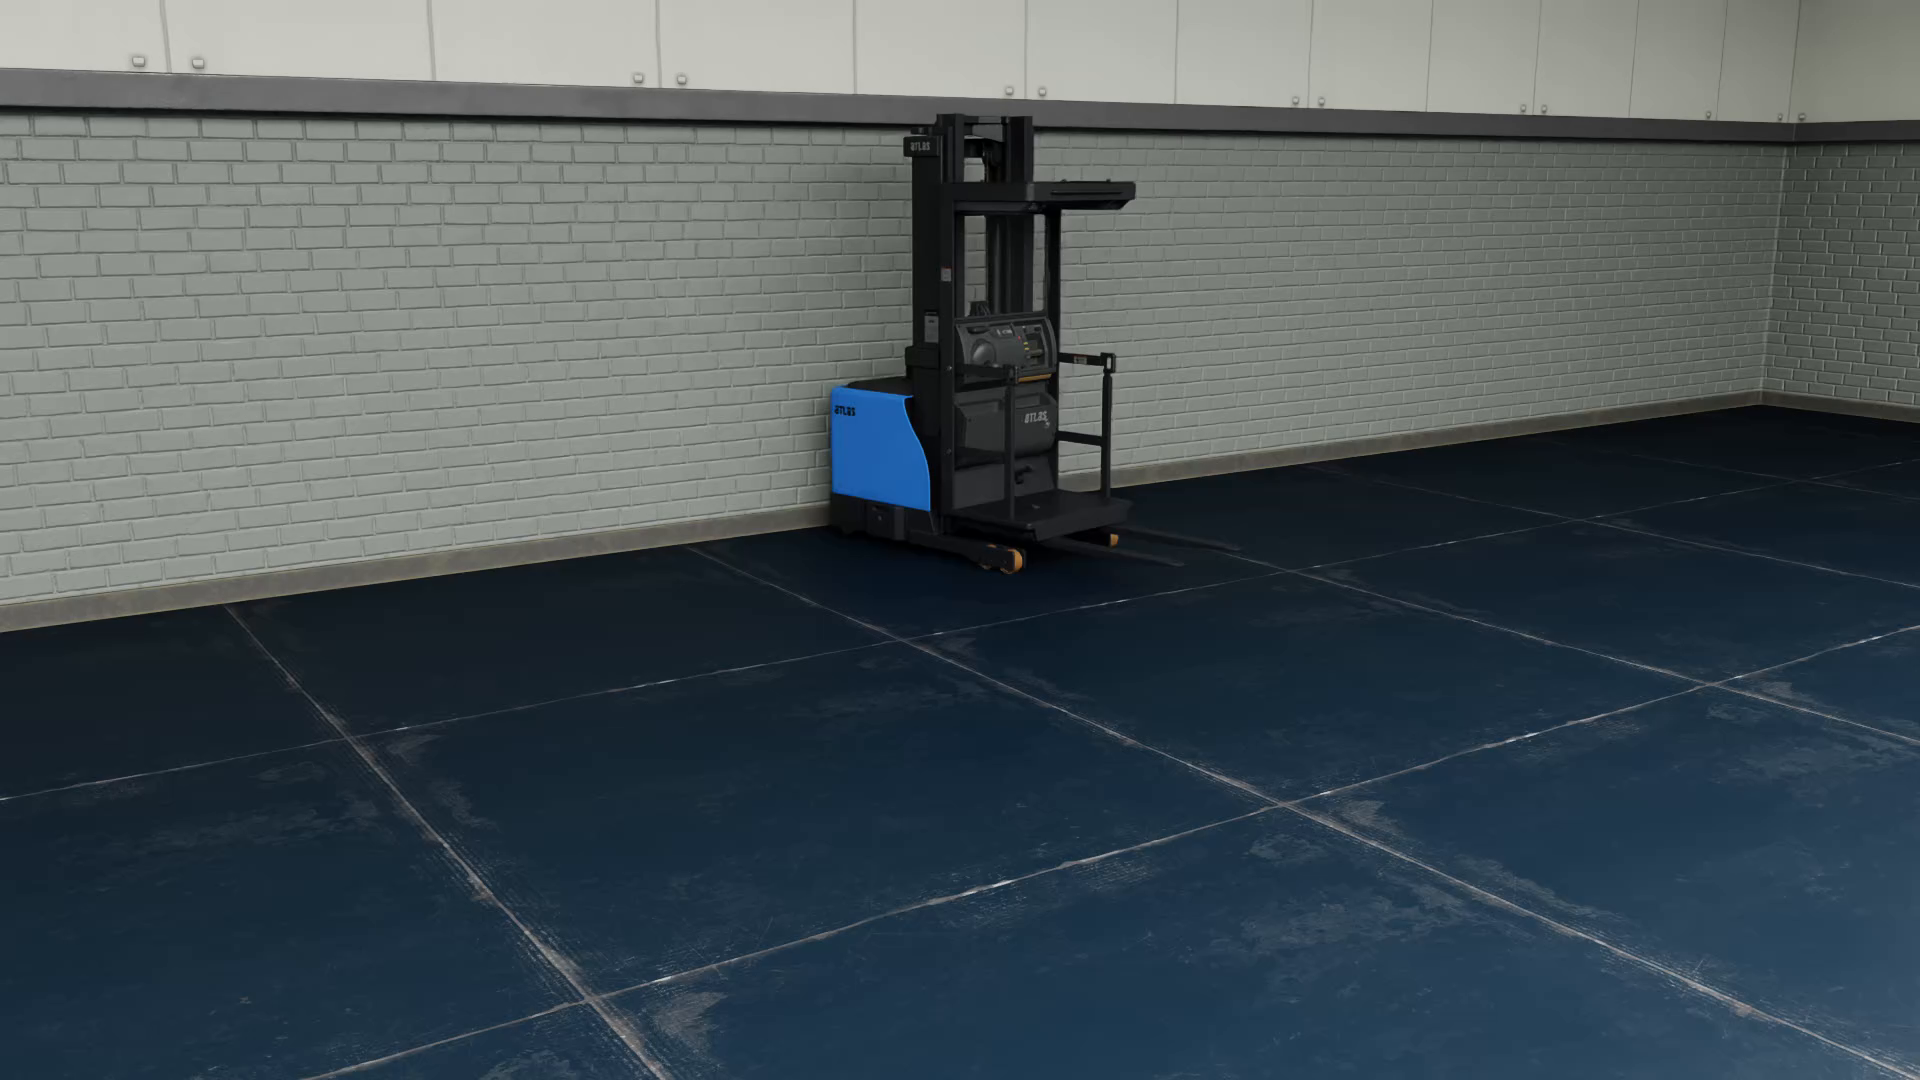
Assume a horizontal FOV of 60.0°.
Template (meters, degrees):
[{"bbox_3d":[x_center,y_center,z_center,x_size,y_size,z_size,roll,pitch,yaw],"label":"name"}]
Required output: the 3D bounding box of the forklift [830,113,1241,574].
[{"bbox_3d":[0.471,-1.335,11.107,3.031,2.935,1.130,12,17,43],"label":"forklift"}]
